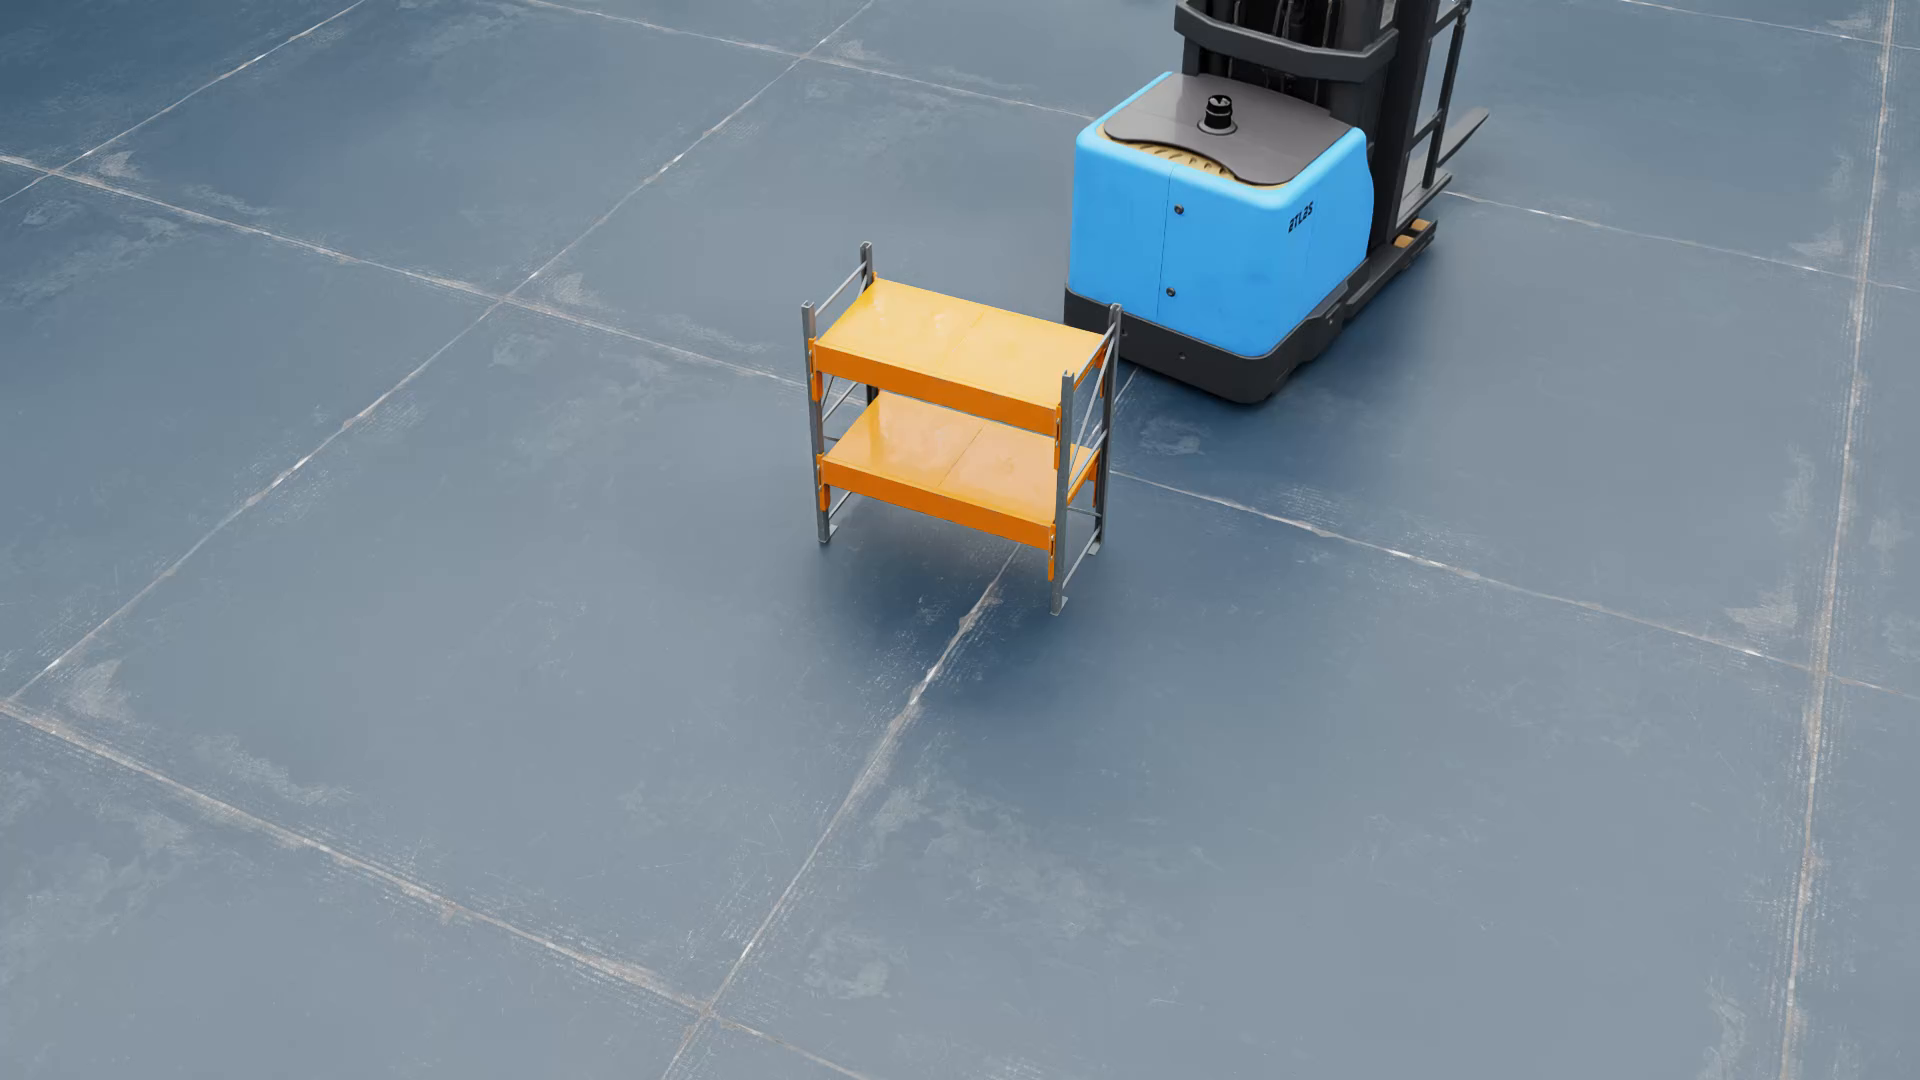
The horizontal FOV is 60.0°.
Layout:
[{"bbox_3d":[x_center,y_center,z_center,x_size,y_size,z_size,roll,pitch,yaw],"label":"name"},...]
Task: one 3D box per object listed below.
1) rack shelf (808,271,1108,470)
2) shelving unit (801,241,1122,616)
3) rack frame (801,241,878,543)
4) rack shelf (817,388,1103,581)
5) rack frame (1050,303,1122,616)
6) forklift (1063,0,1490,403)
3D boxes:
[{"bbox_3d":[0.006,-0.644,6.188,1.000,0.278,0.538,17,44,19],"label":"rack shelf"},{"bbox_3d":[0.006,-0.423,6.379,1.048,1.125,0.538,17,44,19],"label":"shelving unit"},{"bbox_3d":[-0.455,-0.564,6.542,0.032,1.125,0.500,17,44,19],"label":"rack frame"},{"bbox_3d":[0.006,-0.238,6.540,1.000,0.278,0.538,17,44,19],"label":"rack shelf"},{"bbox_3d":[0.467,-0.282,6.217,0.032,1.125,0.500,17,44,19],"label":"rack frame"},{"bbox_3d":[1.754,-2.632,7.549,1.130,2.935,3.031,25,47,26],"label":"forklift"}]
